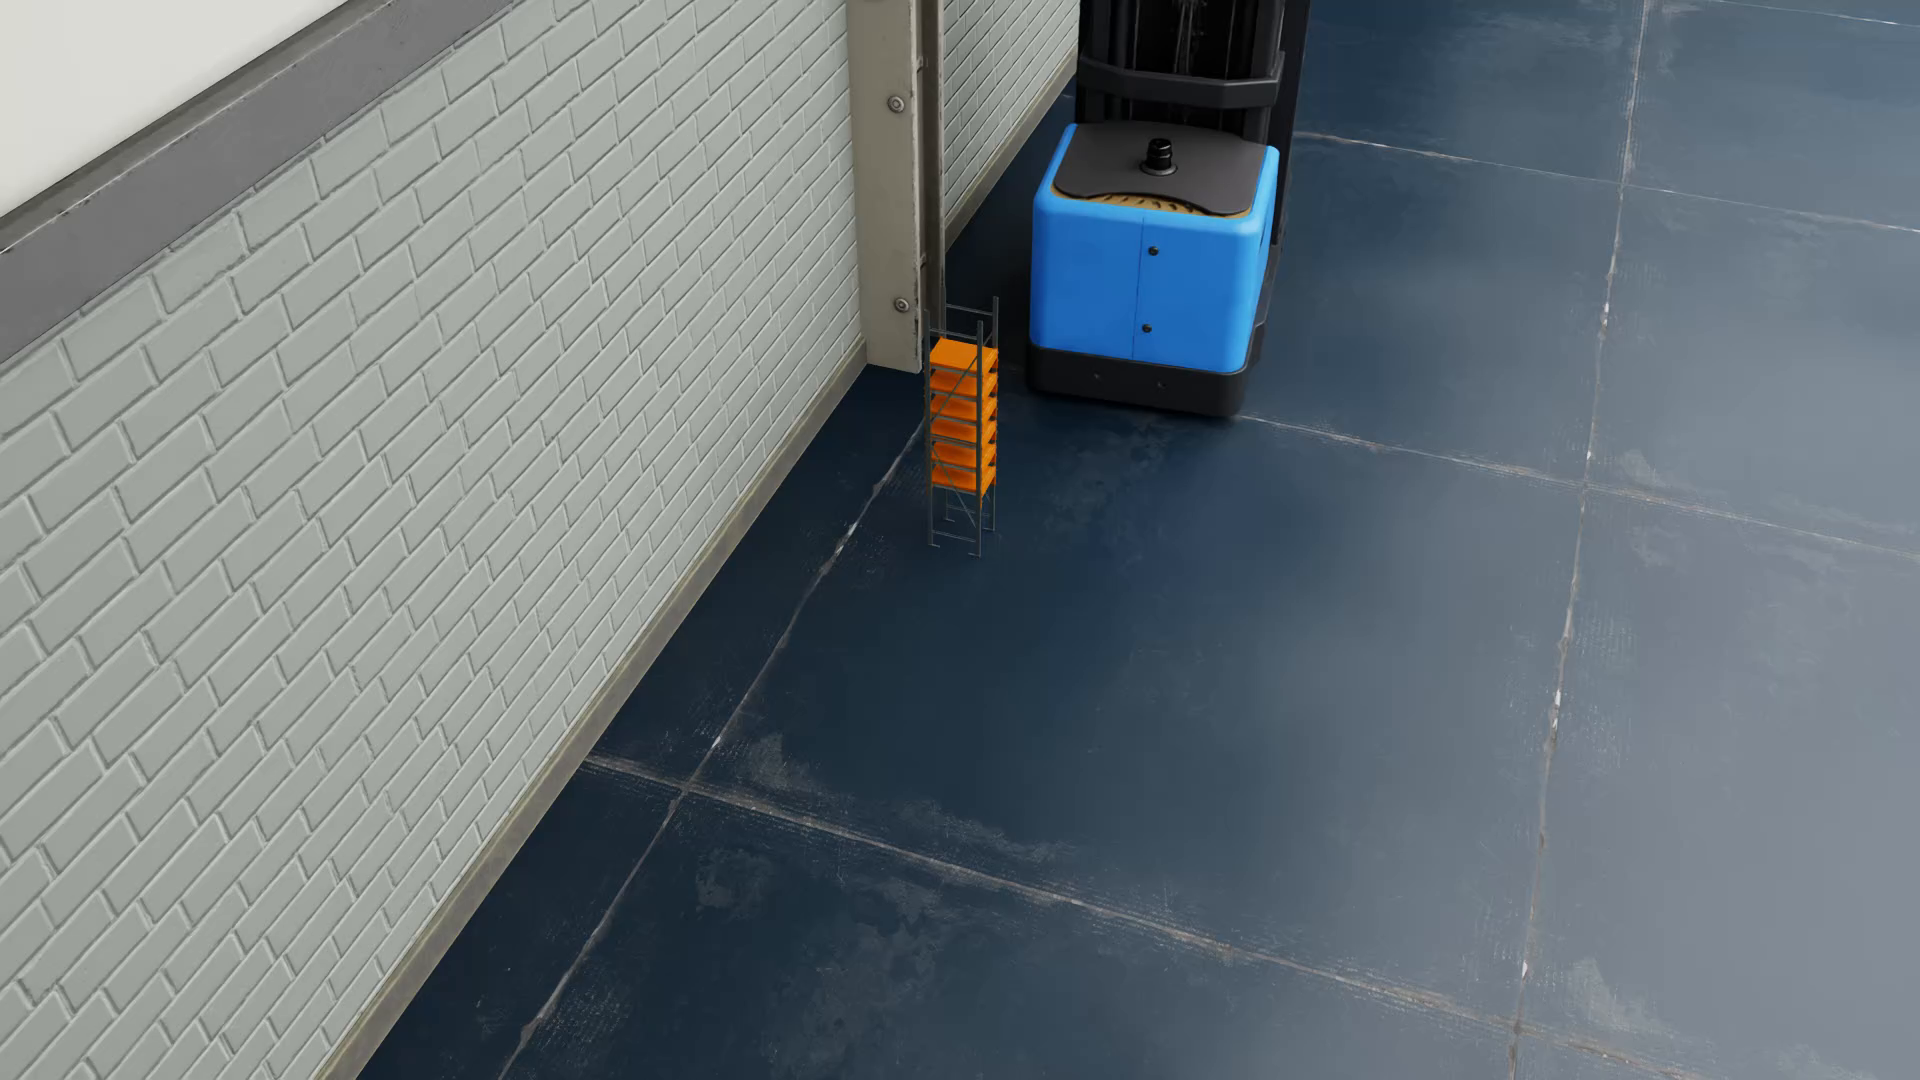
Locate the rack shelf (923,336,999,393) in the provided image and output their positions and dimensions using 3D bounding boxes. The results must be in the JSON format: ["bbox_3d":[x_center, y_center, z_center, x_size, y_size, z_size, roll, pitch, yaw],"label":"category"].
[{"bbox_3d":[0.005,-0.705,6.666,0.258,0.103,0.180,13,42,15],"label":"rack shelf"}]

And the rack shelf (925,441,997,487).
[{"bbox_3d":[0.005,-0.340,6.978,0.258,0.103,0.180,13,42,15],"label":"rack shelf"}]

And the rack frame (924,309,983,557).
[{"bbox_3d":[-0.026,-0.409,6.806,0.240,1.200,0.006,13,42,15],"label":"rack frame"}]
